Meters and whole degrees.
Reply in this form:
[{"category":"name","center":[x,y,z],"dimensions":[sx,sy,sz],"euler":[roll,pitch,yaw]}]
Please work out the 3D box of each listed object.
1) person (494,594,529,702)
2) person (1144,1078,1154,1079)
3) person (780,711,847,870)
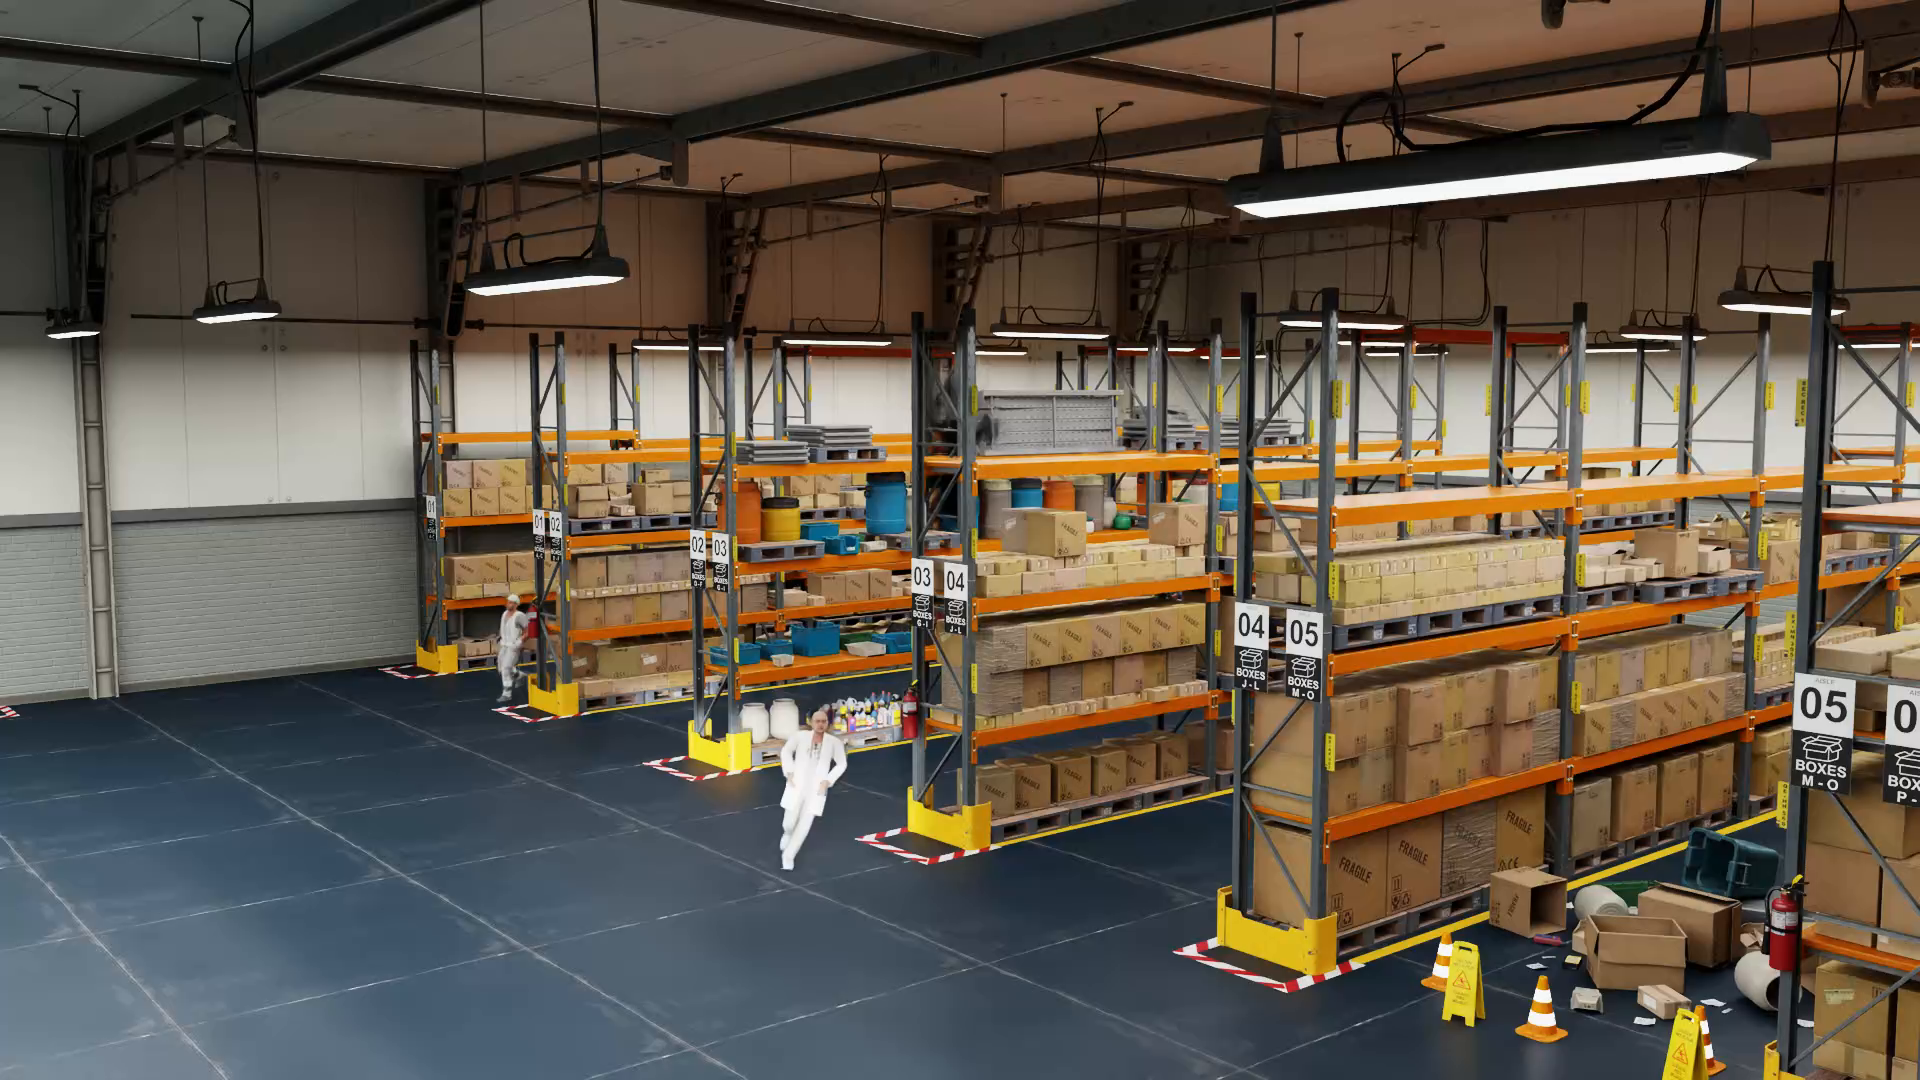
[{"category":"person","center":[-7.347,1.772,27.466],"dimensions":[0.701,1.778,0.718],"euler":[3,6,31]},{"category":"person","center":[0.977,3.557,8.680],"dimensions":[0.539,1.582,0.851],"euler":[0,5,2]},{"category":"person","center":[-1.598,2.666,18.002],"dimensions":[0.748,1.689,0.669],"euler":[0,5,-1]}]
